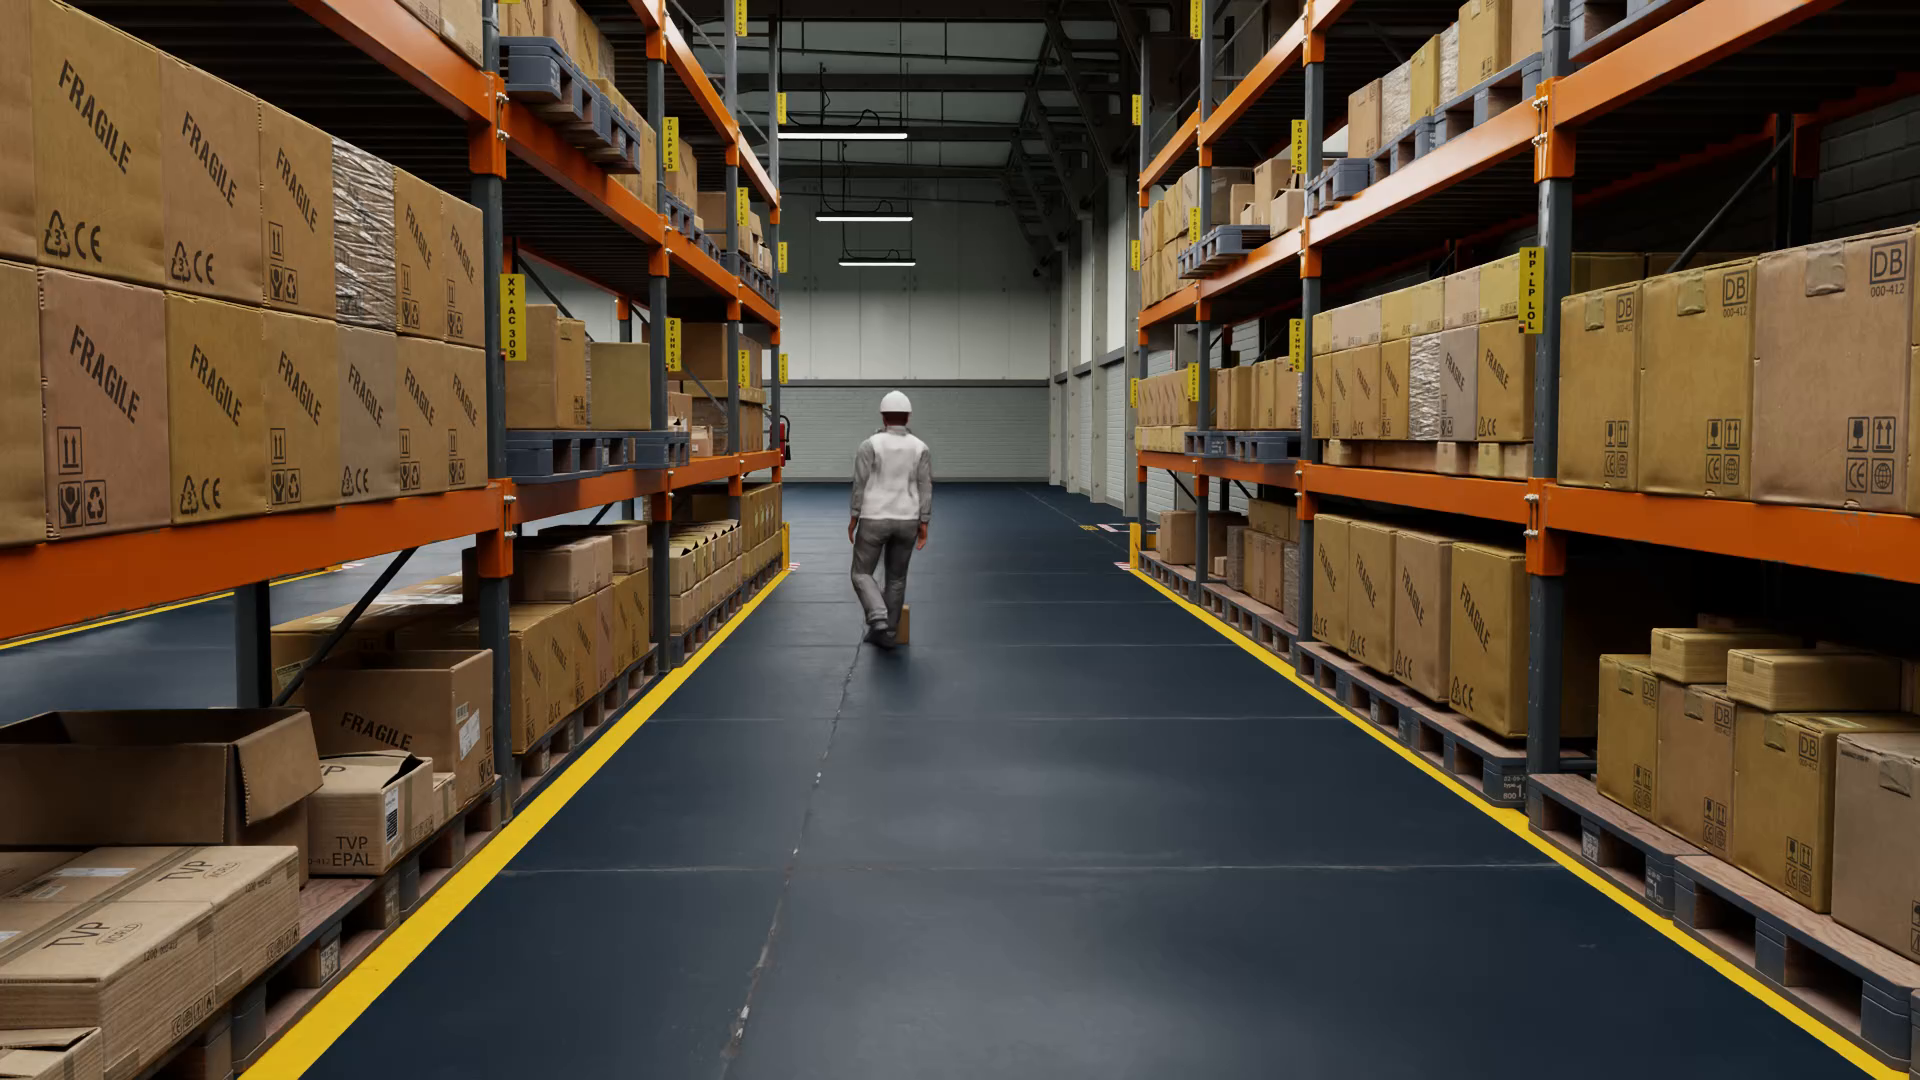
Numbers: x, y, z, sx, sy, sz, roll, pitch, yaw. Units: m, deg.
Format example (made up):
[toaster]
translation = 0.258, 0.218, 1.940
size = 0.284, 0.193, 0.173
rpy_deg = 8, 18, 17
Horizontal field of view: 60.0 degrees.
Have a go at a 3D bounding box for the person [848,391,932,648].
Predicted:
[person]
translation = -0.497, -0.130, 11.389
size = 0.556, 1.767, 0.692
rpy_deg = -1, 4, -20
